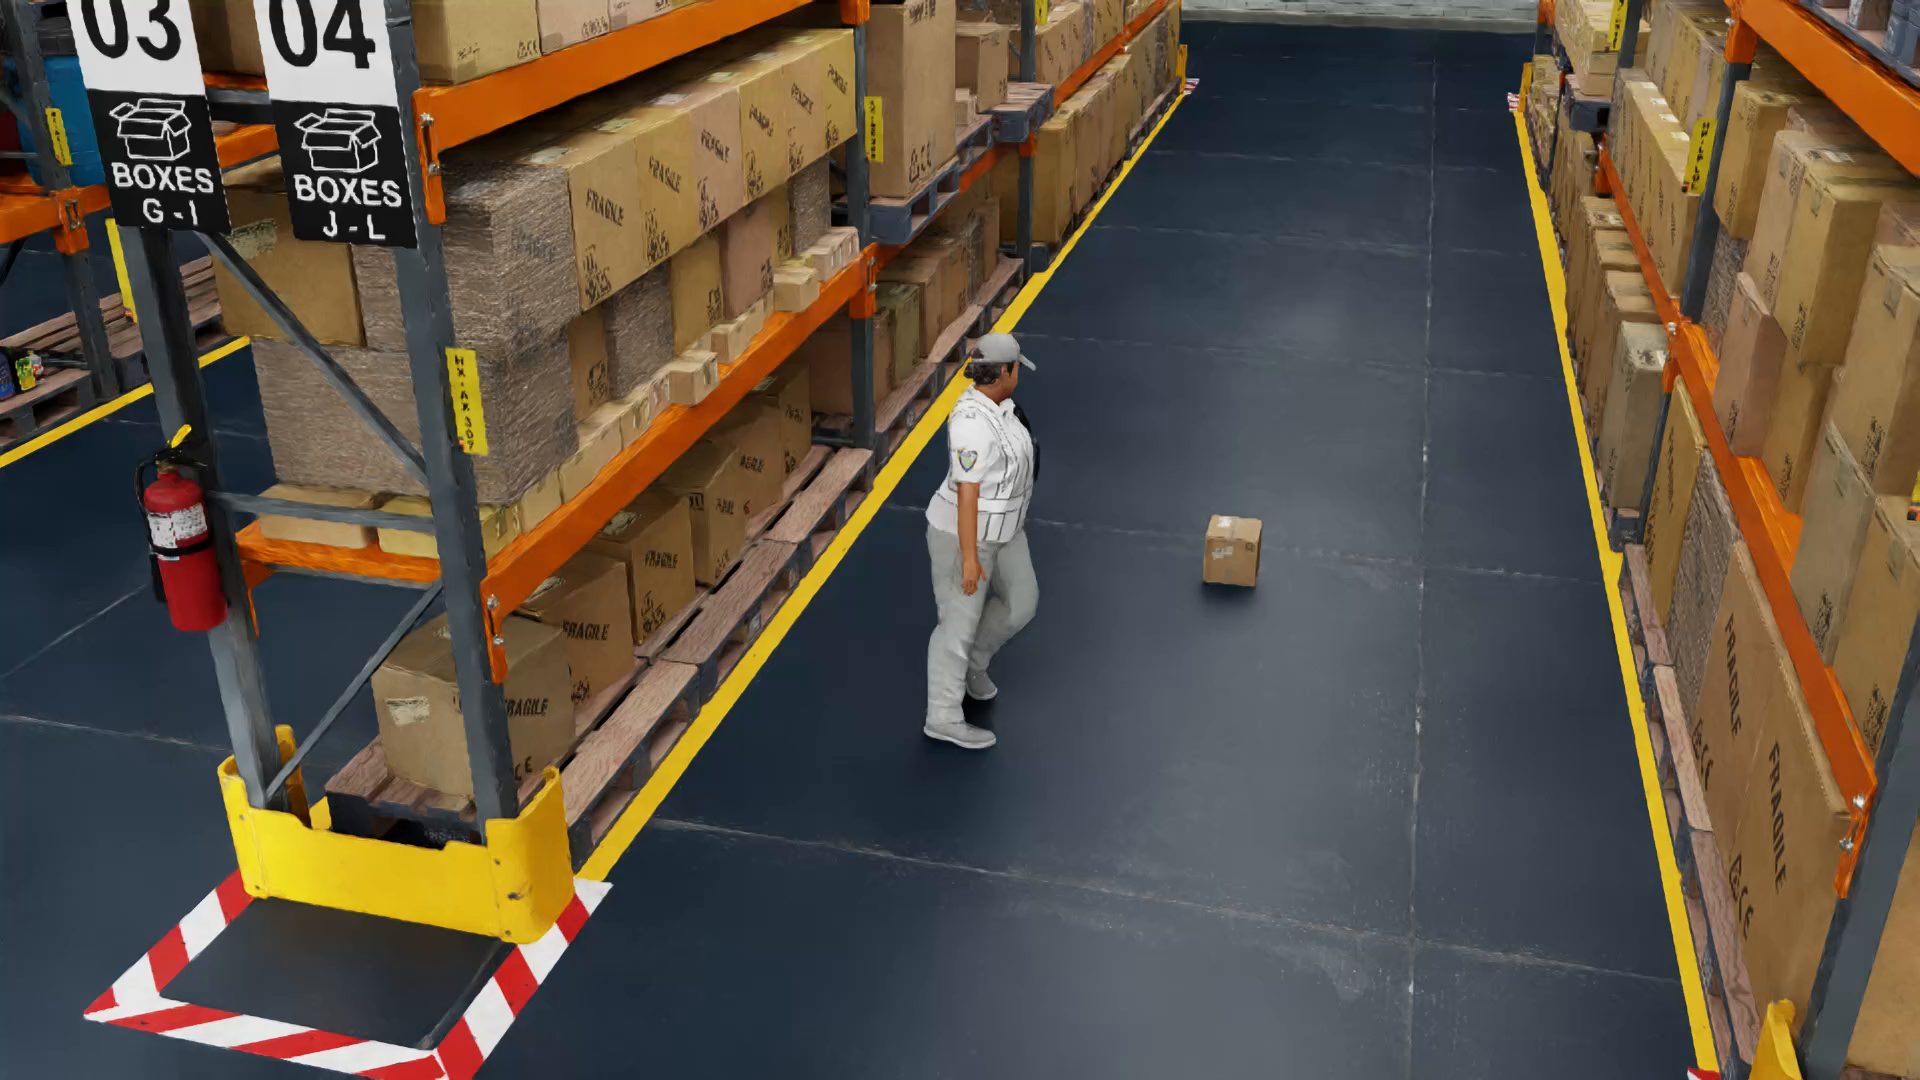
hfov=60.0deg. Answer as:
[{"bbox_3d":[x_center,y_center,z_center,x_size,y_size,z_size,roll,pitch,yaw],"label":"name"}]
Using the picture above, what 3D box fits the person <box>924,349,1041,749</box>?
[{"bbox_3d":[0.065,-0.010,6.665,0.401,1.627,0.600,11,28,21],"label":"person"}]
